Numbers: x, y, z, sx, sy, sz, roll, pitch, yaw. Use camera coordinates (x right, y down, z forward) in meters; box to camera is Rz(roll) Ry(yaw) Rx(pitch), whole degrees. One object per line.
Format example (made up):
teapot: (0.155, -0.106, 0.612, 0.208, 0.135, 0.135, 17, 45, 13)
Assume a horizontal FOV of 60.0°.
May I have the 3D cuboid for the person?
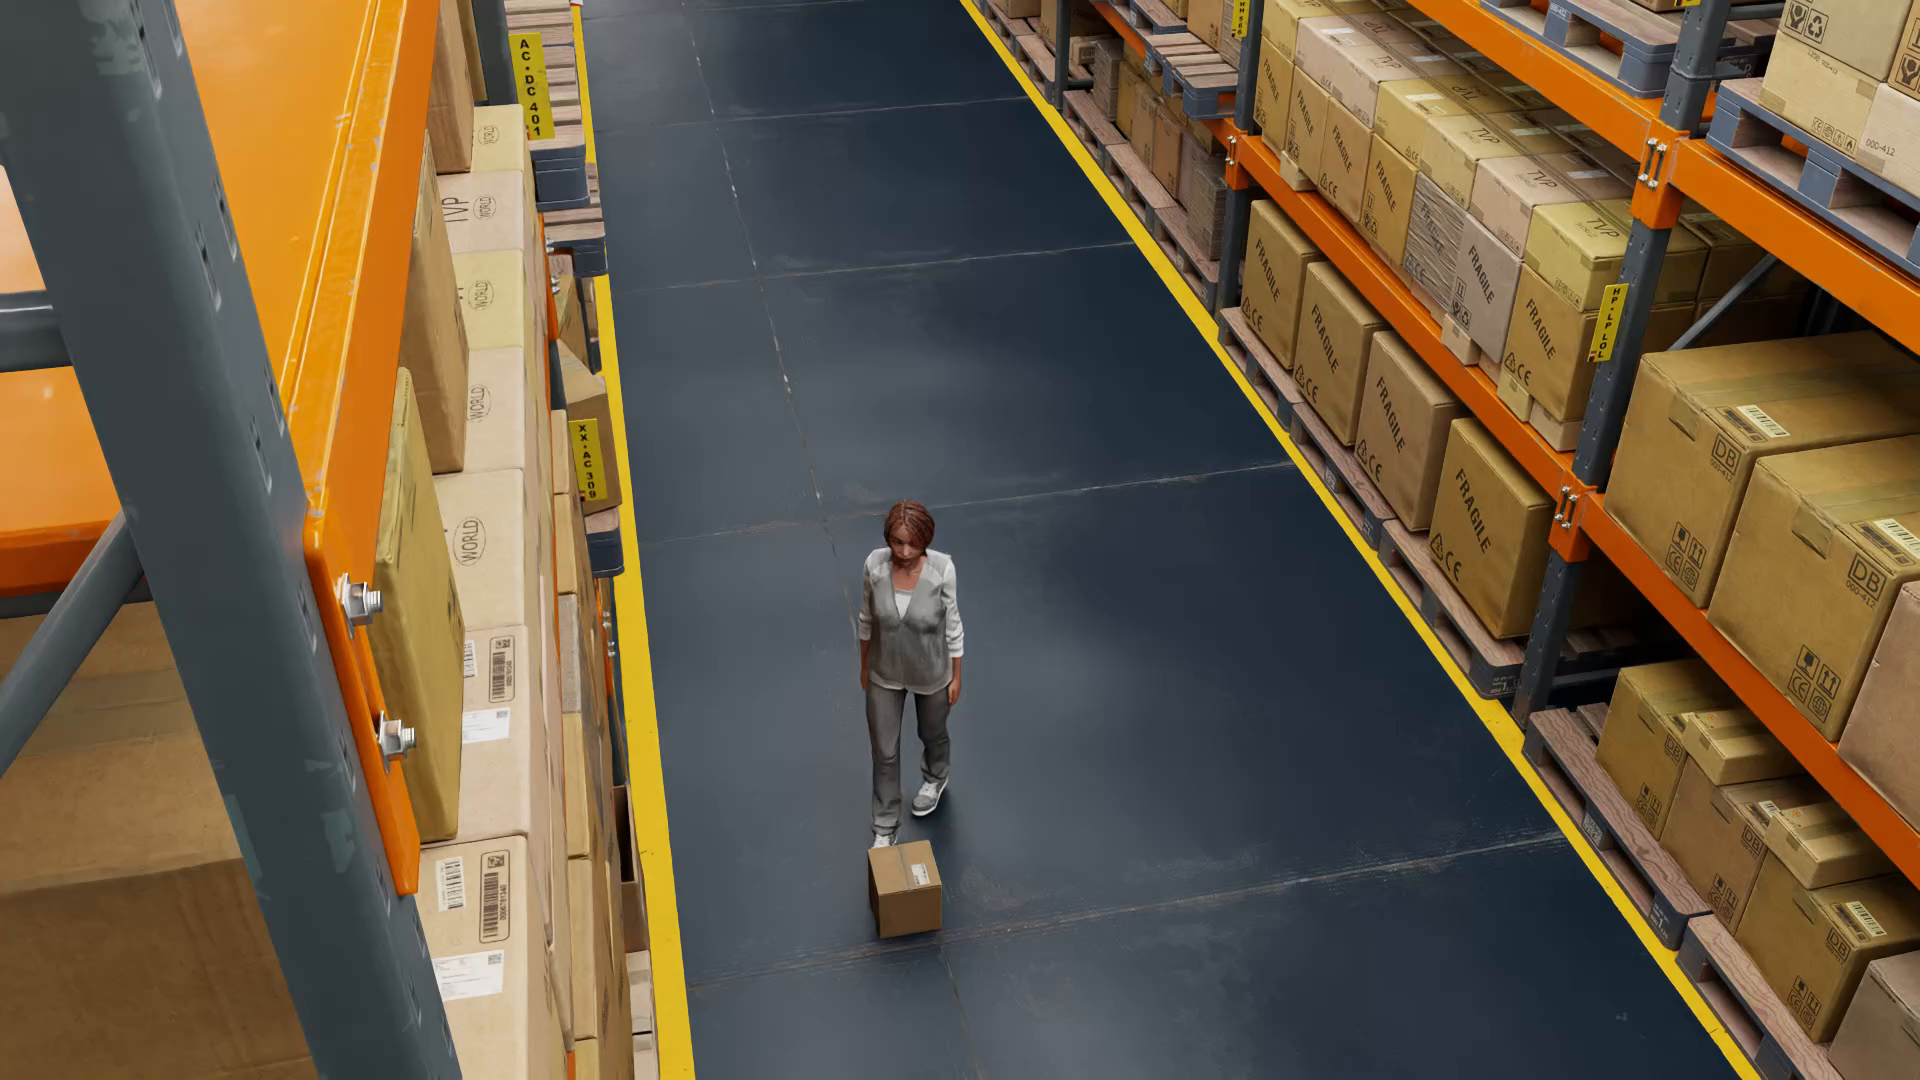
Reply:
person: (-0.201, 0.598, 6.584, 0.420, 1.486, 0.644, 4, 35, 5)
